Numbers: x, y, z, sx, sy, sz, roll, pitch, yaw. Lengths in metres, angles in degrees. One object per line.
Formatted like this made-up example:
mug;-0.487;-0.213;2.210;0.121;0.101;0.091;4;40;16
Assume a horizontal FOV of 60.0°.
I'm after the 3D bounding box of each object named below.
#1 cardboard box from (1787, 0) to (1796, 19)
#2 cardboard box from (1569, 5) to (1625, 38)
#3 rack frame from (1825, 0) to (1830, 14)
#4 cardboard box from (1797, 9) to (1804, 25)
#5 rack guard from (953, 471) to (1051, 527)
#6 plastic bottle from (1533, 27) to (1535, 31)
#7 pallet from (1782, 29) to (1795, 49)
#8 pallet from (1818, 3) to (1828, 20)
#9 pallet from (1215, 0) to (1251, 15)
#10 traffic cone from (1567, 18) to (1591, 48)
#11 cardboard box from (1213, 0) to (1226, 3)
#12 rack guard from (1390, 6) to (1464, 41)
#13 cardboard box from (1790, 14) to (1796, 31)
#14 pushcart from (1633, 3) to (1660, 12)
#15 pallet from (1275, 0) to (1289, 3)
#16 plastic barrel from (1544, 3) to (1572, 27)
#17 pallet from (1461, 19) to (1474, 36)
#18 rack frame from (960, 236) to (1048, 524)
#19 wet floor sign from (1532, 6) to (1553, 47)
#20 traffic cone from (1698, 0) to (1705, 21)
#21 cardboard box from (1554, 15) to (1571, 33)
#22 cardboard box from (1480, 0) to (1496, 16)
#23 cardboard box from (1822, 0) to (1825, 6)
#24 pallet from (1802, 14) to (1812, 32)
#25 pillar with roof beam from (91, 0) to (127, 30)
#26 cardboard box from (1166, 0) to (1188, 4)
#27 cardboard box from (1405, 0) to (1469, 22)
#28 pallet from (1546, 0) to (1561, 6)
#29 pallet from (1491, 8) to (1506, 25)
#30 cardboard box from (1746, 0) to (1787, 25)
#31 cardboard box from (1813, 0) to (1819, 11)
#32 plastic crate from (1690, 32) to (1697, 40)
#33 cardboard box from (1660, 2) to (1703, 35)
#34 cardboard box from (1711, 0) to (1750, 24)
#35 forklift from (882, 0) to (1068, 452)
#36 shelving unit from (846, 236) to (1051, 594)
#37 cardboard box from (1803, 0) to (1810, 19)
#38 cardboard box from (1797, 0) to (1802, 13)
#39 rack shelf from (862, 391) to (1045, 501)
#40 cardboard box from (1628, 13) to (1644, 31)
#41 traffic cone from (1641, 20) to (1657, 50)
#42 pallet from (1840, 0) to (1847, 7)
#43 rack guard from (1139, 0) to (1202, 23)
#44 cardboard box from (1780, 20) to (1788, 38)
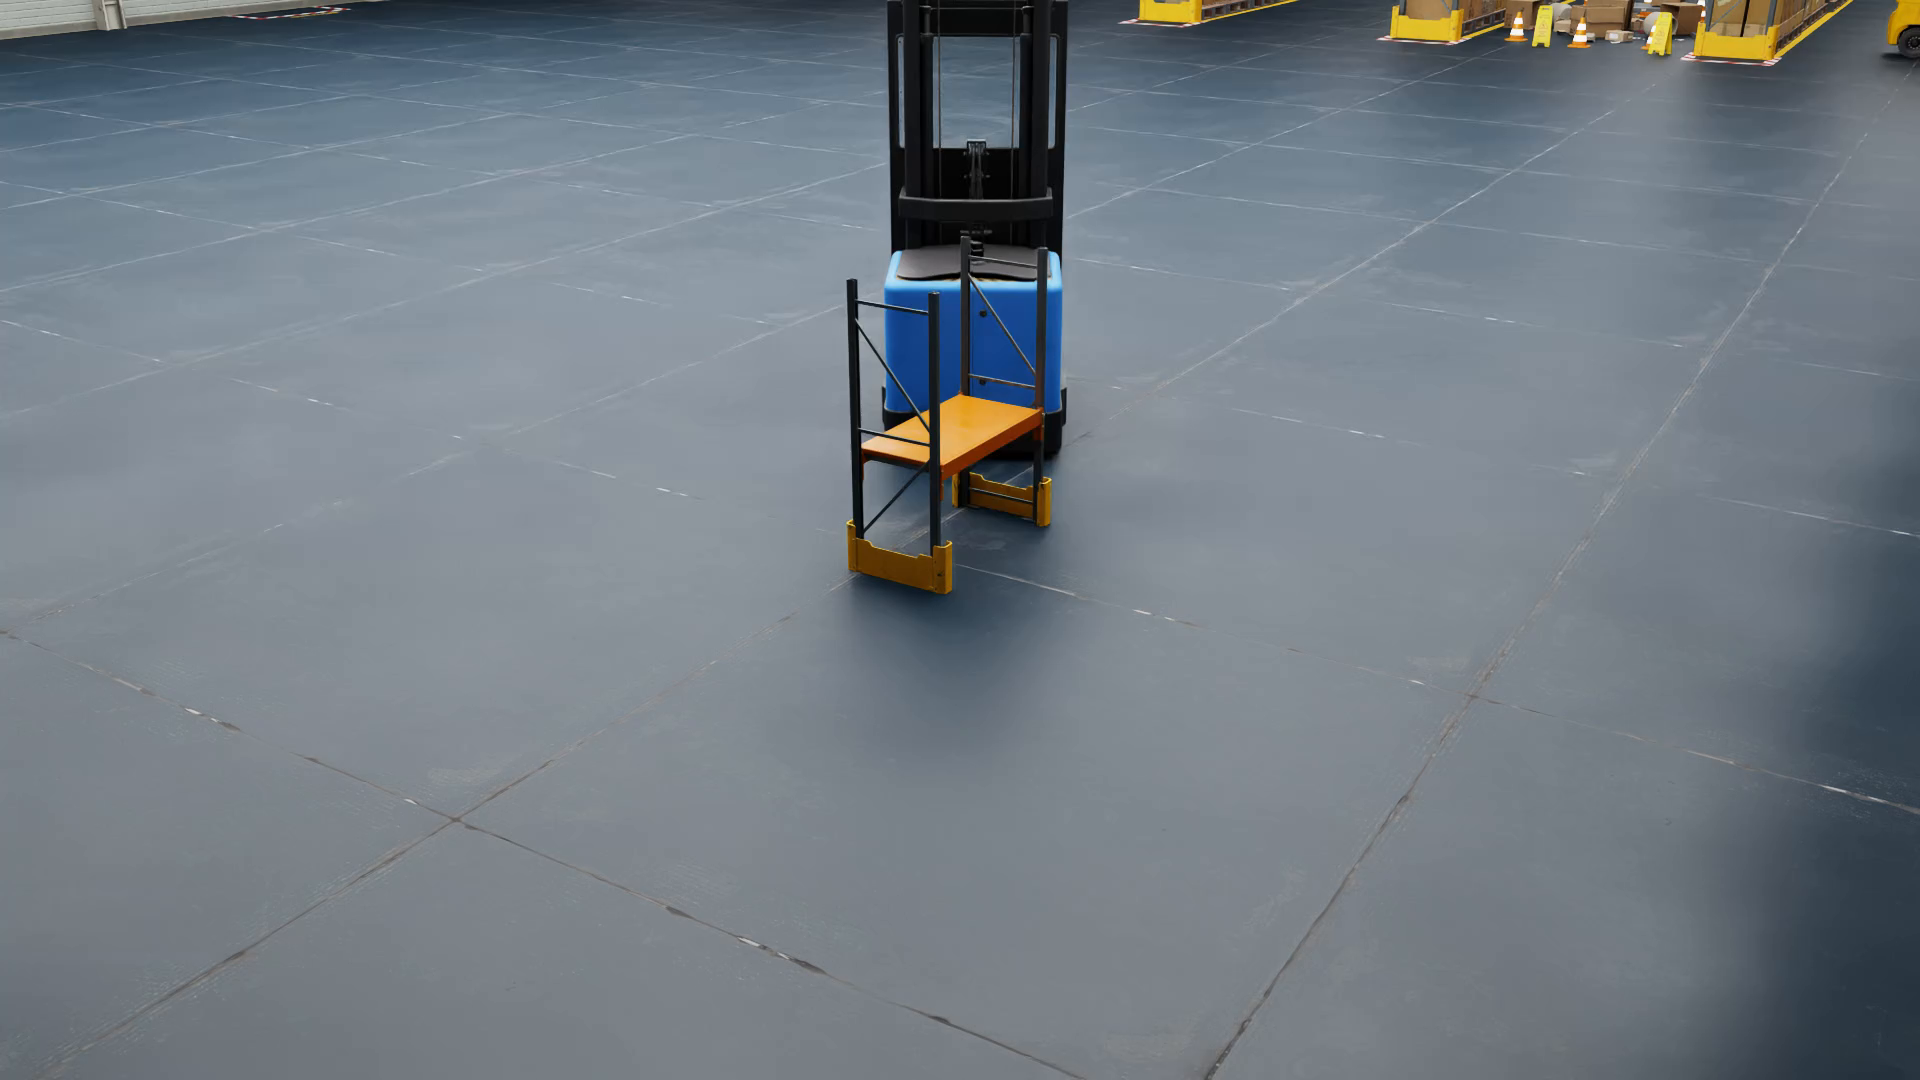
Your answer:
cardboard box;13.564;-8.940;27.614;0.500;0.500;0.500;14;27;30
cardboard box;11.123;-9.076;29.081;0.797;0.503;0.637;-3;24;-7
rack frame;16.568;-11.798;32.227;1.000;3.000;0.127;14;27;29
cardboard box;14.374;-9.123;28.980;0.500;0.250;0.500;15;28;31
rack guard;0.222;-0.257;9.029;0.587;0.250;0.087;14;27;29
plastic bottle;10.458;-9.197;29.917;0.283;0.061;0.133;5;24;11
pallet;13.491;-8.521;28.167;1.003;0.211;1.213;14;27;29
pallet;16.154;-10.255;32.172;1.003;0.211;1.213;14;27;29
pallet;5.072;-10.597;32.964;1.003;0.211;1.213;14;27;29
traffic cone;10.356;-8.467;27.726;0.336;0.463;0.334;14;27;29
cardboard box;4.905;-10.844;32.640;0.500;0.500;0.500;17;29;34
rack guard;8.076;-8.946;28.785;1.175;0.500;0.348;14;27;29
cardboard box;13.830;-8.770;28.166;0.500;0.250;0.500;14;27;30
pushcart;12.494;-9.705;30.694;1.648;0.377;0.936;5;24;11
pallet;6.448;-11.508;35.067;1.003;0.211;1.213;14;27;29
plastic barrel;10.904;-9.564;30.311;0.421;0.421;0.512;-7;24;-17
pallet;8.444;-9.108;29.522;1.003;0.211;1.213;14;27;29
rack frame;0.223;-0.831;8.782;0.500;1.500;0.032;14;27;29
wet floor sign;9.756;-8.596;27.794;0.267;0.644;0.232;9;25;20
traffic cone;13.922;-9.996;31.257;0.336;0.463;0.334;14;27;29
cardboard box;10.857;-9.230;29.737;0.396;0.266;0.258;20;30;38
cardboard box;9.336;-10.166;30.603;0.875;0.875;0.875;14;27;29
cardboard box;16.261;-10.596;32.230;0.950;0.372;0.625;12;26;25
pallet;14.867;-9.431;30.270;1.003;0.211;1.213;14;27;29
pillar with roof beam;-11.734;-12.507;26.313;9.100;9.000;0.400;14;27;29
cardboard box;4.272;-10.427;31.679;0.500;0.500;0.500;20;30;38
cardboard box;8.391;-9.561;29.207;0.875;0.875;0.875;14;27;29
pallet;11.829;-11.271;34.520;1.003;0.211;1.213;14;27;29
pallet;9.731;-9.931;31.425;1.003;0.211;1.213;14;27;29
cardboard box;13.020;-8.595;26.818;0.500;0.500;0.500;13;27;27
cardboard box;15.474;-10.091;31.062;0.950;0.372;0.625;15;28;31
plastic crate;12.933;-8.750;28.861;0.402;0.080;0.583;5;24;11
cardboard box;12.736;-9.225;29.428;0.500;0.500;0.500;-7;24;-17
cardboard box;12.549;-8.698;27.055;0.500;0.500;0.500;14;27;29
forklift;0.112;-2.399;10.603;1.130;2.935;3.031;1;23;1
shelving unit;-0.040;-0.663;8.393;0.587;1.500;1.083;14;27;29
cardboard box;14.732;-9.612;29.957;0.950;0.372;0.625;14;27;30
cardboard box;14.107;-9.295;28.434;0.500;0.500;0.500;14;27;30
rack shelf;-0.045;-0.494;8.457;0.538;0.185;1.000;14;27;29
cardboard box;12.205;-9.368;30.055;0.258;0.266;0.396;-3;24;-7
traffic cone;11.479;-8.349;27.454;0.336;0.463;0.334;14;27;29
pallet;17.692;-11.179;34.306;1.003;0.211;1.213;14;27;29
rack guard;3.969;-10.053;31.343;1.175;0.500;0.348;14;27;29
cardboard box;13.284;-8.414;27.342;0.500;0.250;0.500;15;28;31
